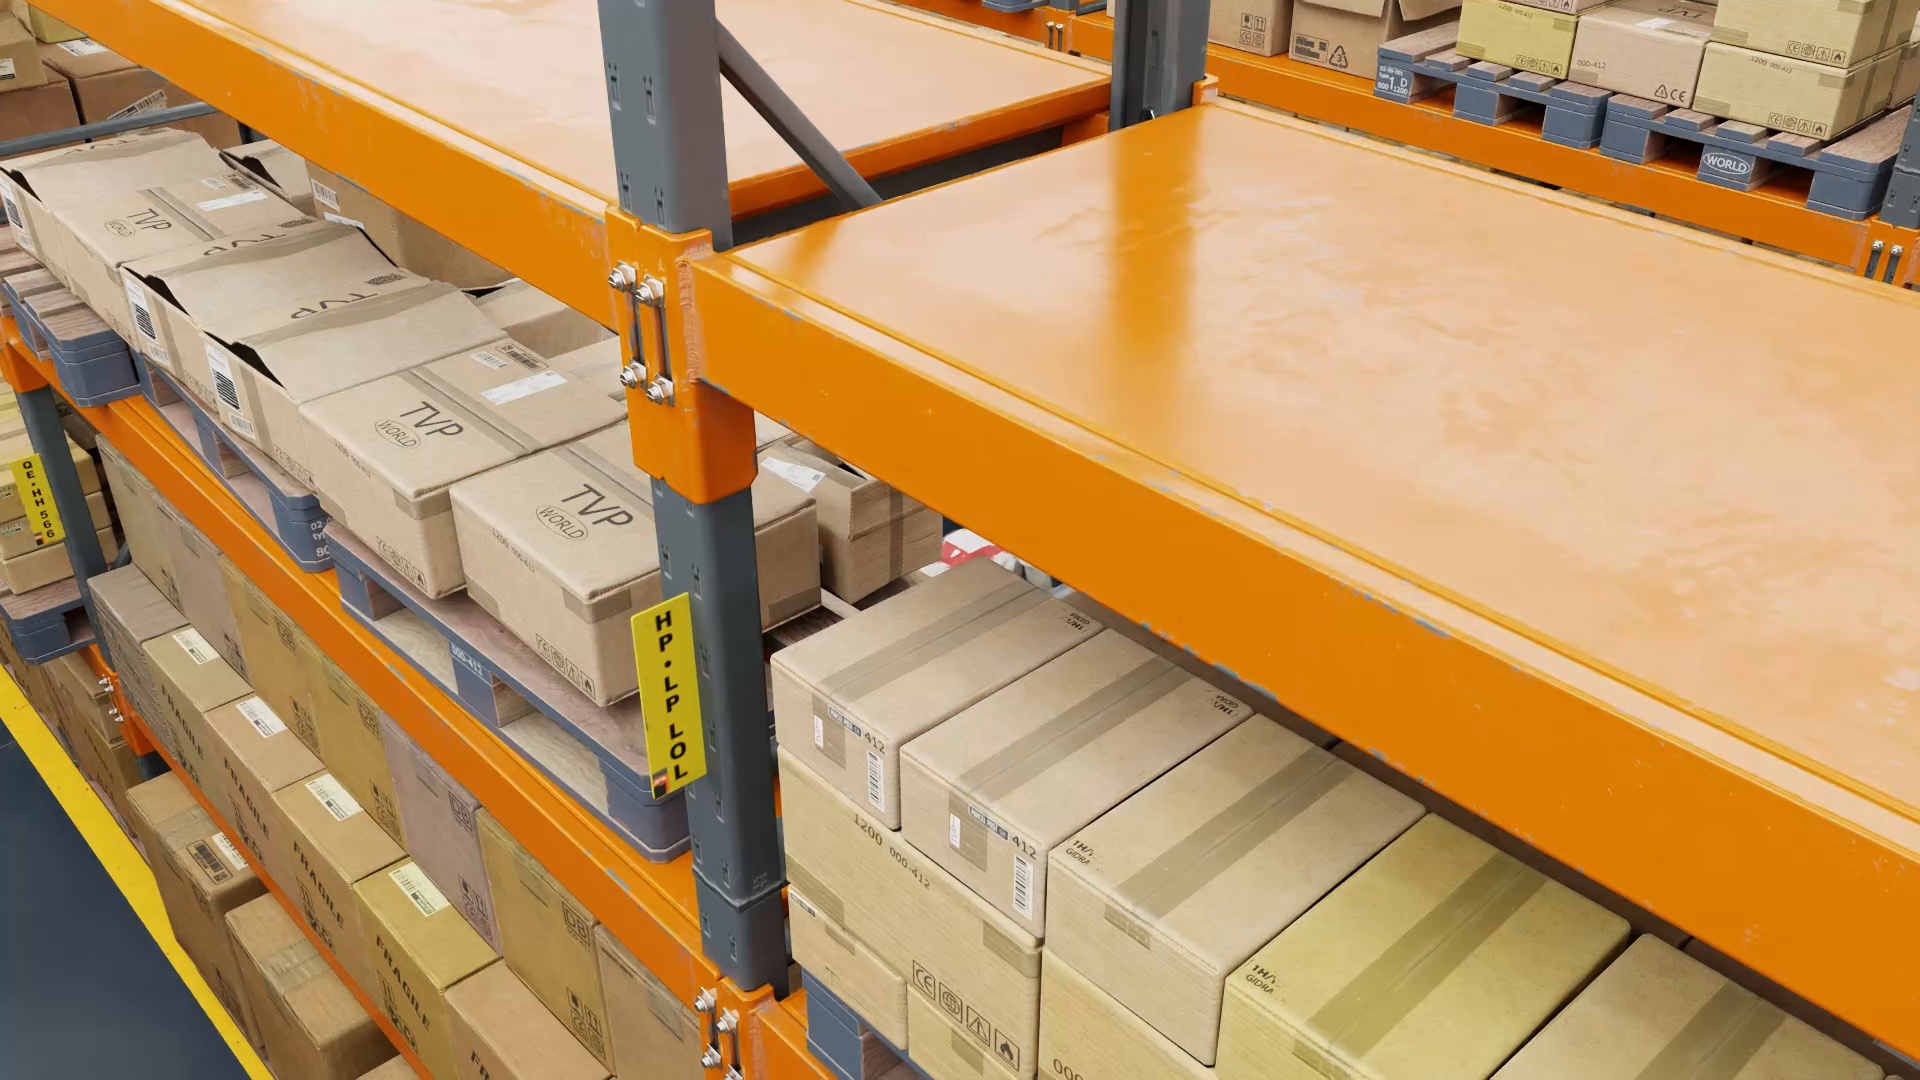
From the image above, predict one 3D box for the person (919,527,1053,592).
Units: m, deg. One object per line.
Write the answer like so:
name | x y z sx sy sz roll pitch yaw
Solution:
person | 0.135 0.280 8.134 0.966 0.817 0.516 -27 41 -37
